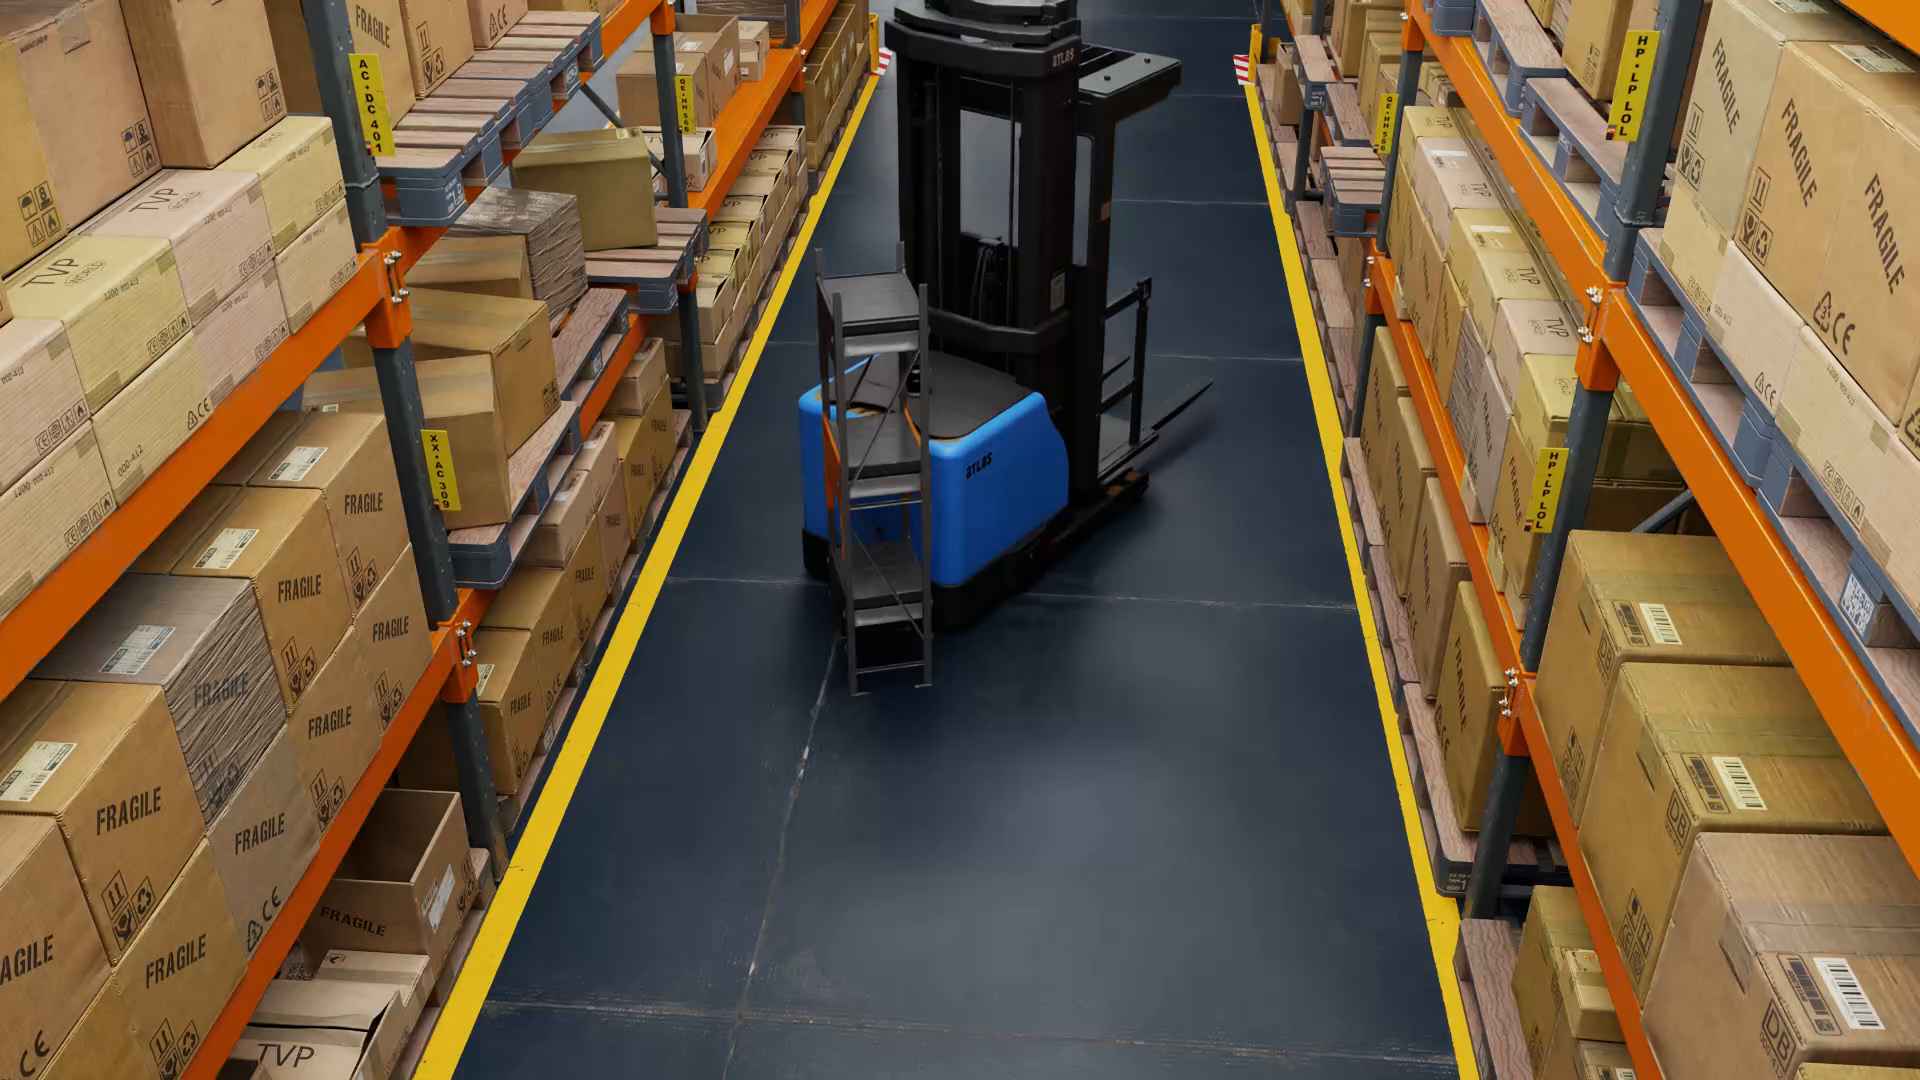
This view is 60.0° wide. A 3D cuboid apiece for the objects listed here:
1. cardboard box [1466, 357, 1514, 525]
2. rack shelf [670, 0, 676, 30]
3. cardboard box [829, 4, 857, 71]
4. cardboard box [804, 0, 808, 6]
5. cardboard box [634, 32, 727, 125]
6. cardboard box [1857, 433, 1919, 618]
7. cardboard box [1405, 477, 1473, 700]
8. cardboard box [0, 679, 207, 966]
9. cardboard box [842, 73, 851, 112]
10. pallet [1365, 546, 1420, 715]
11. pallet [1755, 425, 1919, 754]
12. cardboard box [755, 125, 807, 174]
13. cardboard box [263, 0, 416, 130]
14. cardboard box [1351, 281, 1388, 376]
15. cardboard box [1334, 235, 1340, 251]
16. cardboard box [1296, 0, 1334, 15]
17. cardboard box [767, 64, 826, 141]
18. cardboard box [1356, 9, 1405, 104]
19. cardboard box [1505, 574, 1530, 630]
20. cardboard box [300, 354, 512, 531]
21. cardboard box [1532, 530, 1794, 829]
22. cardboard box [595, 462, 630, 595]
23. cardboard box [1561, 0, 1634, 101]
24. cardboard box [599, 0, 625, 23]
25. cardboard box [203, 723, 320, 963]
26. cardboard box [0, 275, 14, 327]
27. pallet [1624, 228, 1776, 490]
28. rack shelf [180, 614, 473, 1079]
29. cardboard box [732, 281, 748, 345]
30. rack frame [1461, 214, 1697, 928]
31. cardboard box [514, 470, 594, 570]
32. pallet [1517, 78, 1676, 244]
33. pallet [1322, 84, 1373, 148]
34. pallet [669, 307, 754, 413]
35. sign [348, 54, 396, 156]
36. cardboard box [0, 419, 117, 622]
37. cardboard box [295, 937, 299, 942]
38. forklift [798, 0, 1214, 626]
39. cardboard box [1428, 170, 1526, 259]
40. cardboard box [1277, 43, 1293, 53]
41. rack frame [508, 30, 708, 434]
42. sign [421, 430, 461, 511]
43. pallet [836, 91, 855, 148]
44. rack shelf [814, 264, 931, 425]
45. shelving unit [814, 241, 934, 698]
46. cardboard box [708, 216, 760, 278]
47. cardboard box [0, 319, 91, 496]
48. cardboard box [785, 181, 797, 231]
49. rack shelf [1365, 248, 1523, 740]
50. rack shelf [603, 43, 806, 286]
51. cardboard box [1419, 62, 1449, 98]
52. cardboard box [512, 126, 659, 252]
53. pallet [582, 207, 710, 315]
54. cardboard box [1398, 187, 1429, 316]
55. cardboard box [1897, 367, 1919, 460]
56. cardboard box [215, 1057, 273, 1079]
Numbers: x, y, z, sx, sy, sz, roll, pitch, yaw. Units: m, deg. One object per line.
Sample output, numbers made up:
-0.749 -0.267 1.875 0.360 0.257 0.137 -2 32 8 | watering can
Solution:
2.348 -0.386 6.620 0.500 0.500 0.500 3 32 4 | cardboard box
-1.919 -4.007 10.720 1.077 0.370 4.000 2 32 4 | rack shelf
-1.244 -4.685 15.498 0.500 0.500 0.500 2 32 4 | cardboard box
-1.645 -4.895 14.239 0.700 0.500 0.500 3 32 5 | cardboard box
-1.919 -3.186 11.466 0.500 0.500 0.500 3 32 4 | cardboard box
2.078 0.029 3.132 0.500 0.250 0.500 2 32 2 | cardboard box
2.523 0.237 7.655 0.750 0.750 0.750 3 32 5 | cardboard box
-2.313 0.703 4.202 0.500 0.500 0.500 2 32 4 | cardboard box
-1.290 -4.104 15.271 0.500 0.250 0.500 2 32 4 | cardboard box
2.614 0.452 8.316 1.003 0.211 1.213 2 32 4 | pallet
2.351 0.135 3.397 1.003 0.211 1.213 2 32 4 | pallet
-1.503 -3.105 13.115 0.500 0.311 0.500 2 32 4 | cardboard box
-2.293 -1.700 5.700 0.600 0.600 0.600 0 32 -1 | cardboard box
2.862 -1.283 10.436 0.700 0.500 0.500 3 32 5 | cardboard box
3.146 -2.338 12.147 0.700 0.500 0.500 2 32 3 | cardboard box
2.912 -4.397 12.935 0.500 0.500 0.500 2 32 4 | cardboard box
-1.406 -3.639 13.801 0.500 0.500 0.500 2 32 4 | cardboard box
3.031 -3.200 11.069 0.700 0.500 0.500 7 32 11 | cardboard box
2.275 0.220 6.254 0.380 0.149 0.250 3 32 4 | cardboard box
-2.146 -0.358 6.477 0.700 0.500 0.500 -8 33 -13 | cardboard box
2.470 0.466 5.349 0.980 0.700 0.700 3 32 5 | cardboard box
-2.003 -0.069 8.467 0.500 0.500 0.500 1 32 2 | cardboard box
2.692 -1.945 6.174 0.700 0.500 0.500 2 32 3 | cardboard box
-2.125 -2.814 8.002 0.910 0.500 0.500 2 32 4 | cardboard box
-2.273 0.869 4.885 0.500 0.500 0.500 3 32 5 | cardboard box
-2.515 -0.603 3.462 0.700 0.500 0.500 2 32 4 | cardboard box
2.453 -0.501 4.430 1.003 0.211 1.213 2 32 4 | pallet
-2.570 1.453 4.719 1.077 0.370 4.000 2 32 4 | rack shelf
-1.706 -1.523 11.083 0.500 0.250 0.500 2 32 3 | cardboard box
2.530 0.311 5.887 1.000 3.000 0.127 2 32 4 | rack frame
-2.044 -0.107 7.813 0.500 0.250 0.500 3 32 4 | cardboard box
2.556 -1.366 5.931 0.805 0.209 1.217 1 32 2 | pallet
2.976 -2.736 11.013 1.003 0.211 1.213 2 32 4 | pallet
-1.976 -1.232 11.048 1.003 0.211 1.213 2 32 4 | pallet
-1.866 -1.377 5.273 0.100 0.325 0.005 2 32 4 | sign
-2.311 -0.062 3.776 0.500 0.250 0.500 2 32 4 | cardboard box
-2.657 1.269 6.476 0.500 0.311 0.500 2 32 4 | cardboard box
0.437 -1.532 8.942 1.130 2.935 3.031 21 37 30 | forklift
2.482 -1.509 7.726 0.500 0.250 0.500 3 32 4 | cardboard box
3.361 -4.649 16.078 0.500 0.311 0.500 -1 32 -2 | cardboard box
-2.082 -1.990 9.621 1.000 3.000 0.127 2 32 4 | rack frame
-1.866 -0.248 5.969 0.100 0.325 0.005 2 32 4 | sign
-1.553 -3.949 15.456 1.003 0.211 1.213 2 32 4 | pallet
-0.389 -0.869 7.350 0.431 0.518 0.480 -7 32 -11 | rack shelf
-0.389 -0.284 7.710 0.431 2.100 0.503 -7 32 -11 | shelving unit
-1.668 -2.040 11.388 0.500 0.311 0.500 2 32 3 | cardboard box
-2.305 -0.275 3.644 0.500 0.250 0.500 2 32 4 | cardboard box
-1.544 -2.597 12.825 0.500 0.250 0.500 2 32 3 | cardboard box
2.693 -0.429 7.772 1.077 0.370 4.000 2 32 4 | rack shelf
-1.919 -2.730 11.507 1.077 0.370 4.000 2 32 4 | rack shelf
2.865 -2.637 9.538 0.380 0.149 0.250 -3 32 -4 | cardboard box
-2.021 -1.878 8.942 0.700 0.500 0.500 -8 33 -13 | cardboard box
-2.067 -1.551 9.091 1.213 0.211 1.003 2 32 4 | pallet
2.509 -1.442 8.333 0.500 0.500 0.500 3 32 6 | cardboard box
2.078 -0.280 2.919 0.500 0.500 0.500 1 32 2 | cardboard box
-2.555 1.959 5.172 0.797 0.503 0.637 2 32 4 | cardboard box
